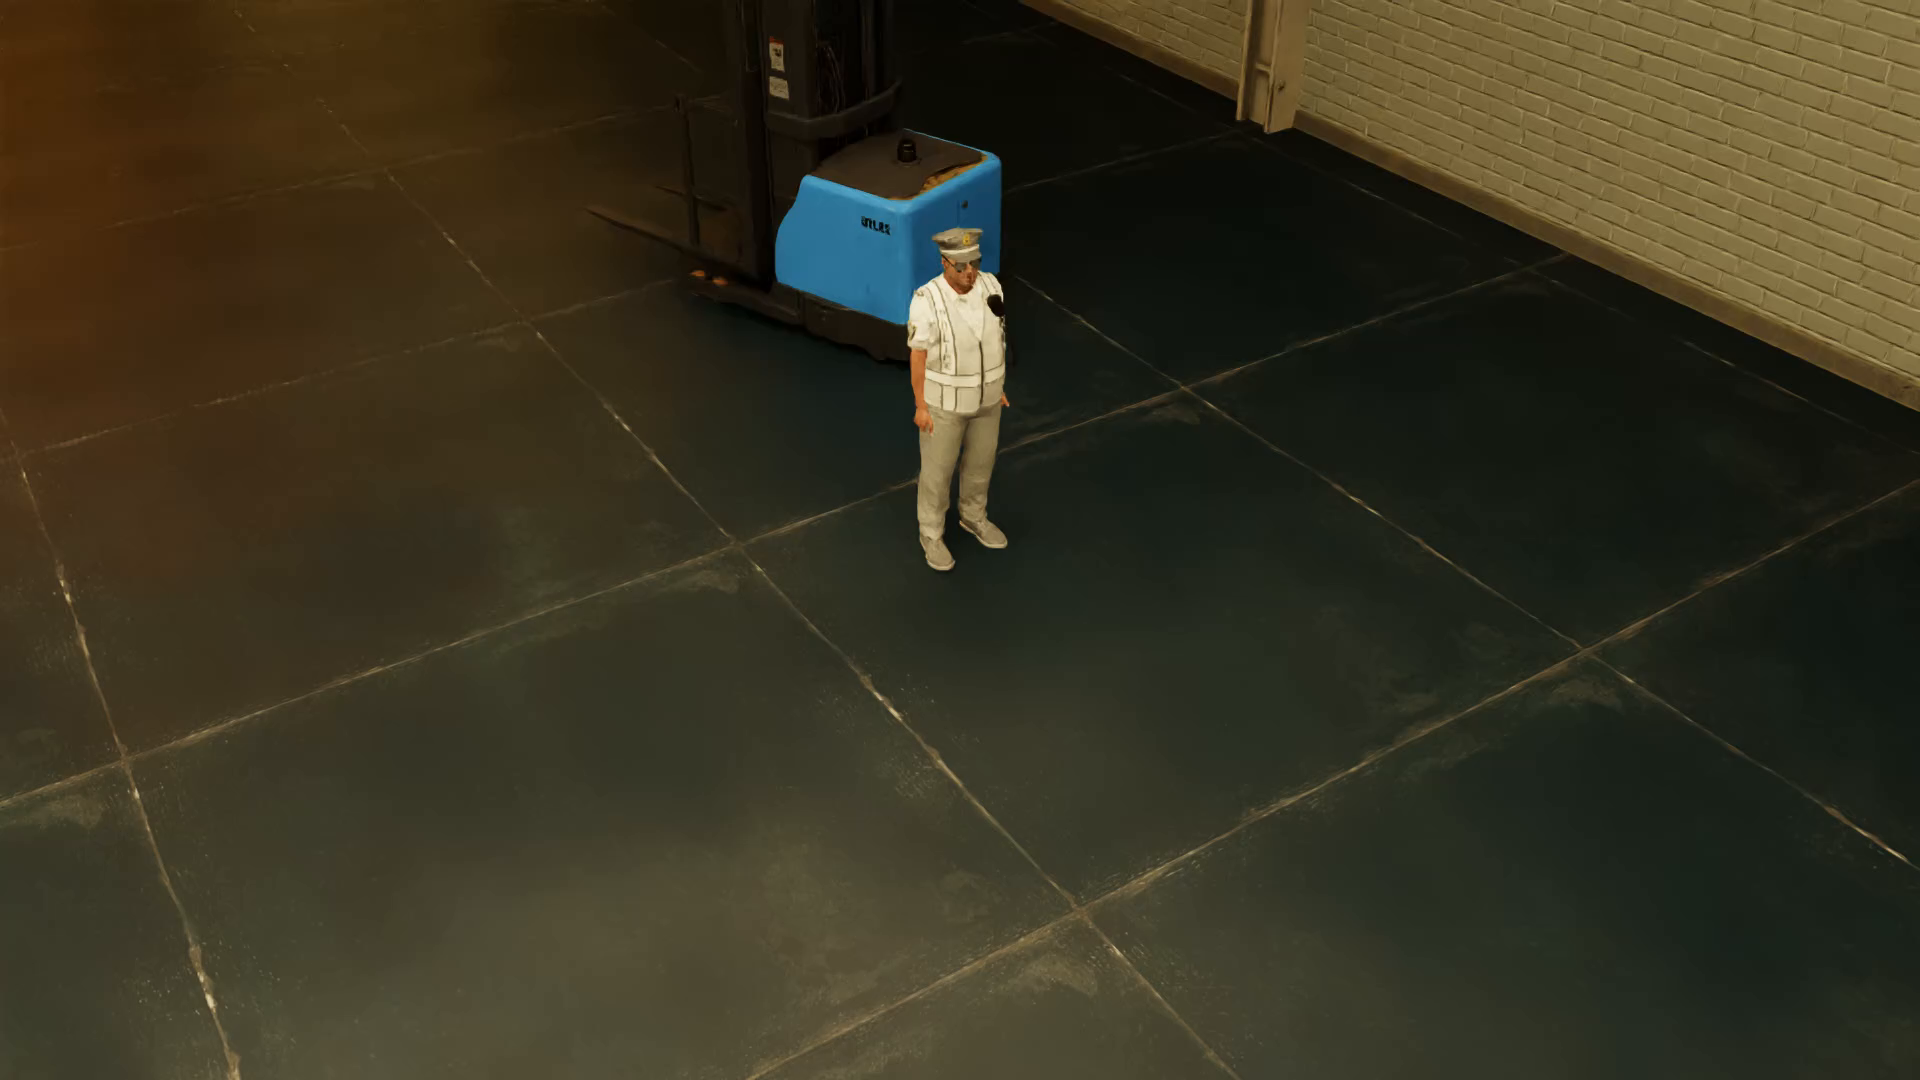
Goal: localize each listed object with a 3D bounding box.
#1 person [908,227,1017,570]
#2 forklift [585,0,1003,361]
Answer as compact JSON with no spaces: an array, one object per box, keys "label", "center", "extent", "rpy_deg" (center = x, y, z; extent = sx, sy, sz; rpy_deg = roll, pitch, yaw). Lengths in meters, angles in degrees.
[{"label":"person","center":[0.009,-0.715,8.179],"extent":[0.523,1.769,0.396],"rpy_deg":[-21,40,-27]},{"label":"forklift","center":[-1.210,-2.967,10.371],"extent":[3.031,2.935,1.130],"rpy_deg":[23,41,29]}]
